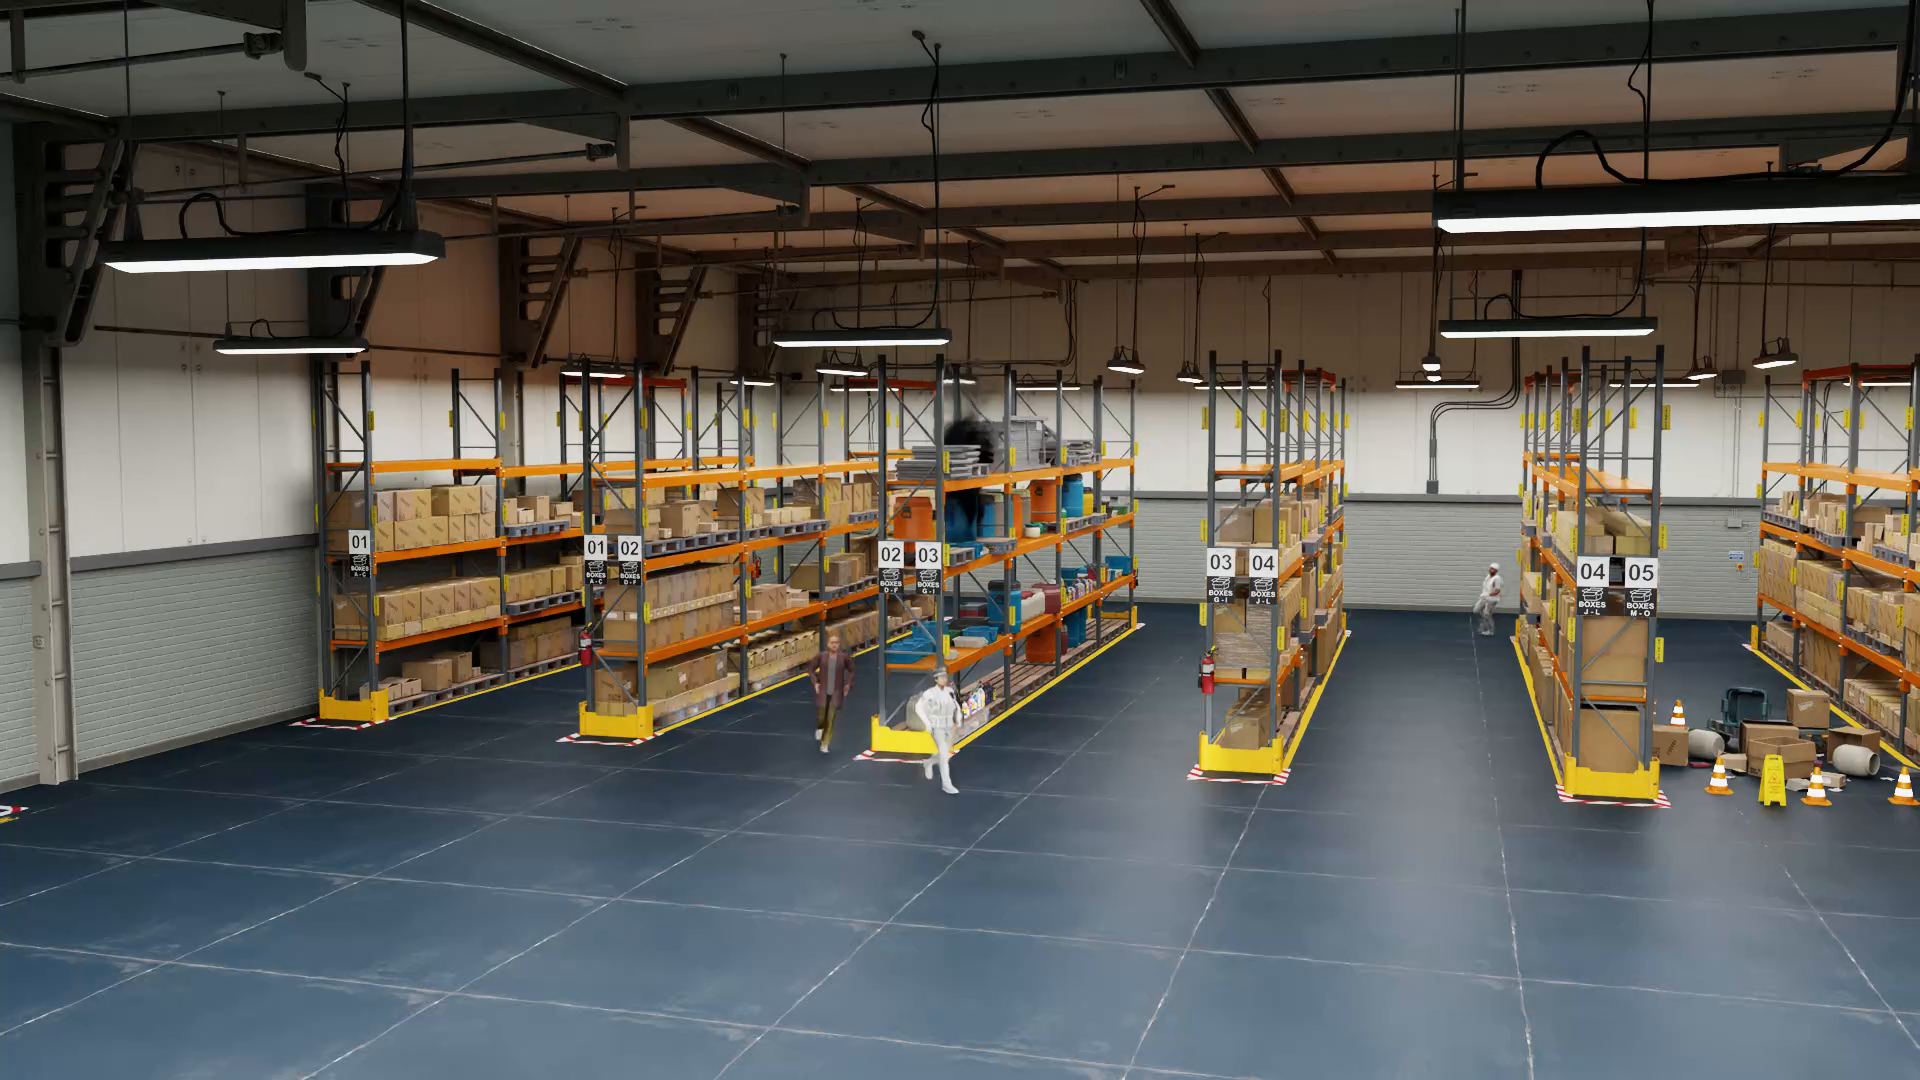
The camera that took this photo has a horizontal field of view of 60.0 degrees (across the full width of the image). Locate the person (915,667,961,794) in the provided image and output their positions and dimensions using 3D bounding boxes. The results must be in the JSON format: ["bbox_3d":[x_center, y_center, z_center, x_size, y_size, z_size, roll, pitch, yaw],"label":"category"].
[{"bbox_3d":[-0.287,2.549,22.593,0.640,1.681,0.846,-3,5,-37],"label":"person"}]

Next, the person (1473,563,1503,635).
[{"bbox_3d":[12.273,1.375,38.602,0.629,1.711,0.717,-1,4,-17],"label":"person"}]

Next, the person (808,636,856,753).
[{"bbox_3d":[-1.956,2.332,25.445,0.740,1.751,0.733,0,4,-6],"label":"person"}]

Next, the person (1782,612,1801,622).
[{"bbox_3d":[18.769,1.513,37.443,0.600,1.639,0.766,-3,5,-38],"label":"person"}]
